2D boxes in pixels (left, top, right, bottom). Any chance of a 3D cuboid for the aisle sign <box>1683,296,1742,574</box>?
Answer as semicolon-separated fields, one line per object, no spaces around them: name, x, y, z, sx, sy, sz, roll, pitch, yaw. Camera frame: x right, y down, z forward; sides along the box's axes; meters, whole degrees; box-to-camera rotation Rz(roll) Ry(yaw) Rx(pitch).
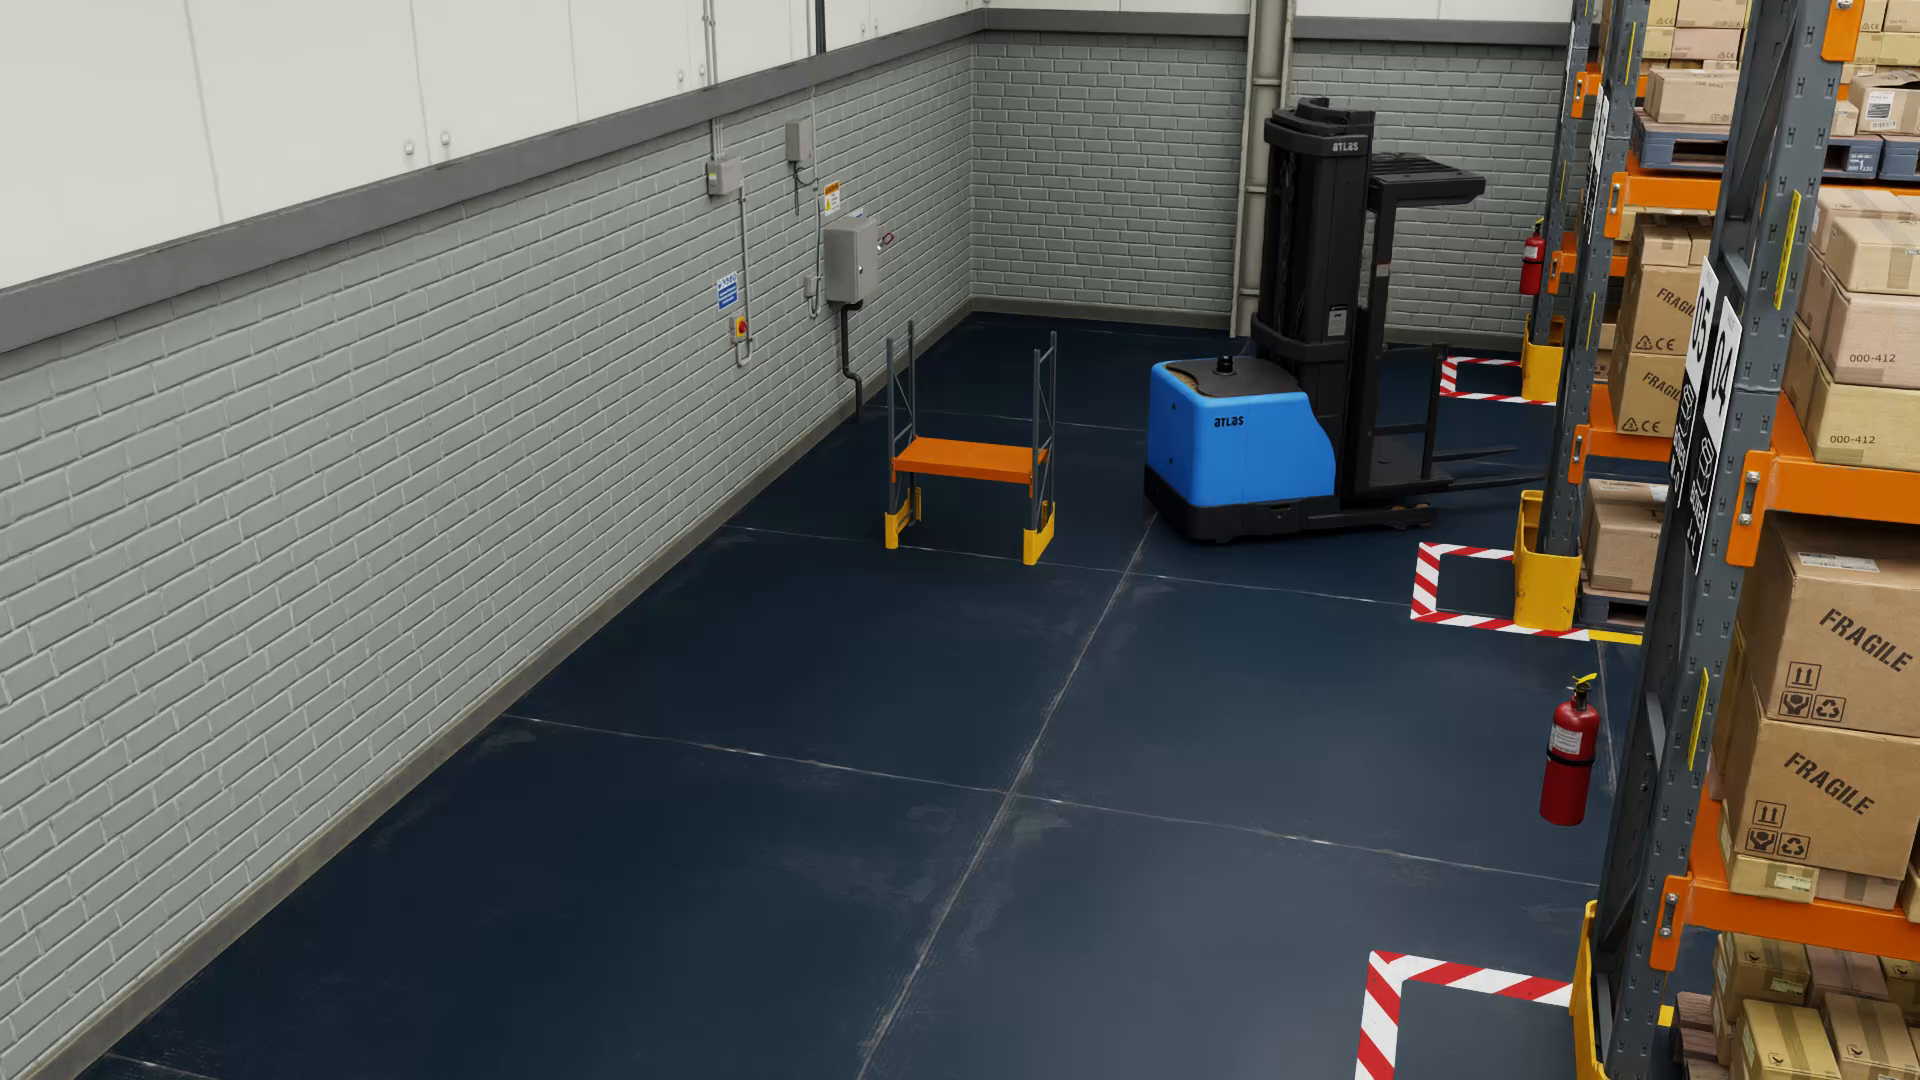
aisle sign;2.345;-0.329;5.193;0.004;0.787;0.394;7;23;16

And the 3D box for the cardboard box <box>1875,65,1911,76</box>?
cardboard box;7.453;-3.760;13.362;0.250;0.149;0.380;7;23;16

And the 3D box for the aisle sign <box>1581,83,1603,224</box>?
aisle sign;3.856;-2.360;10.145;0.004;0.787;0.394;7;23;16

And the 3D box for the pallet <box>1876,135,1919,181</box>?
pallet;5.720;-2.173;9.279;1.213;0.211;1.003;7;23;15

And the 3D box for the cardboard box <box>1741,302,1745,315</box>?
cardboard box;4.709;-1.335;9.623;0.500;0.500;0.500;6;23;14

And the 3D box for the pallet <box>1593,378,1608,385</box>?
pallet;6.101;-1.455;15.039;1.213;0.211;1.003;7;23;16

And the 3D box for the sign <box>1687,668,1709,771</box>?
sign;2.345;0.570;5.288;0.005;0.325;0.100;7;23;16

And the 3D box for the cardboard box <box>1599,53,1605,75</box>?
cardboard box;5.503;-3.992;13.929;0.250;0.149;0.380;7;23;17

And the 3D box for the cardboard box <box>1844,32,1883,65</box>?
cardboard box;7.092;-3.991;13.401;0.500;0.250;0.500;6;23;15

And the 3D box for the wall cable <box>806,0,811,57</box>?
wall cable;-1.472;-4.606;11.142;0.029;3.000;2.355;7;23;16

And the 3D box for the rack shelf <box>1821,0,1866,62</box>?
rack shelf;4.417;-1.449;4.397;4.000;0.370;1.077;7;23;16

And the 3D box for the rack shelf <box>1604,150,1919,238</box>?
rack shelf;5.750;-1.872;9.377;4.000;0.370;1.077;7;23;16

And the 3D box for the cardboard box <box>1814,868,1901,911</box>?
cardboard box;2.973;1.057;5.572;0.250;0.149;0.380;7;23;17

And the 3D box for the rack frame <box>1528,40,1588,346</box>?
rack frame;5.265;-2.840;14.742;0.127;3.000;1.000;7;23;16

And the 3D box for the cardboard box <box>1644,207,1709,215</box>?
cardboard box;6.104;-2.706;14.219;0.500;0.250;0.500;7;23;16

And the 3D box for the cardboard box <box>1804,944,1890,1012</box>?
cardboard box;3.306;1.637;6.246;0.250;0.149;0.380;7;23;17

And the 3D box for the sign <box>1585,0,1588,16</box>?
sign;5.109;-4.435;13.526;0.005;0.325;0.100;7;23;16

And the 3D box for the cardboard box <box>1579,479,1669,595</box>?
cardboard box;4.496;-0.009;10.663;0.875;0.438;0.875;6;23;14

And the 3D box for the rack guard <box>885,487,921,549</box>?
rack guard;-0.404;-0.162;11.835;0.087;0.250;0.587;7;23;16

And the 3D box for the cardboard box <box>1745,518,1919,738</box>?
cardboard box;2.855;0.272;5.312;0.500;0.500;0.500;6;23;15

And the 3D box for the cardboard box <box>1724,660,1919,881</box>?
cardboard box;2.852;0.739;5.493;0.500;0.500;0.500;8;24;18

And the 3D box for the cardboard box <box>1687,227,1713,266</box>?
cardboard box;4.366;-1.703;9.665;0.250;0.149;0.380;7;23;17

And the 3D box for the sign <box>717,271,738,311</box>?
sign;-1.643;-1.760;11.753;0.001;0.218;0.327;7;23;16

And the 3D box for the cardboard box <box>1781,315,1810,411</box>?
cardboard box;3.014;-0.592;5.505;0.500;0.250;0.500;6;23;14

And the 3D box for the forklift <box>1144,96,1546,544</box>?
forklift;2.948;-1.618;11.853;3.031;2.935;1.130;-6;23;-13

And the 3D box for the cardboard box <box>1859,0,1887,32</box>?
cardboard box;7.075;-4.223;13.307;0.500;0.250;0.500;7;23;17

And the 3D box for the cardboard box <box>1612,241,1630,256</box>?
cardboard box;5.757;-2.577;14.432;0.250;0.149;0.380;7;23;17

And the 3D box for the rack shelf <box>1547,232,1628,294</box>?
rack shelf;7.180;-2.288;14.344;4.000;0.370;1.077;7;23;16

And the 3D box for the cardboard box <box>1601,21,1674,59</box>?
cardboard box;5.611;-4.148;13.784;0.500;0.250;0.500;6;23;15

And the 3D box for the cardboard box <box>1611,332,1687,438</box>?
cardboard box;4.211;-0.926;9.943;0.500;0.500;0.500;6;23;15

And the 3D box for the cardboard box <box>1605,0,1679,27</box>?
cardboard box;5.617;-4.388;13.709;0.500;0.250;0.500;6;23;15

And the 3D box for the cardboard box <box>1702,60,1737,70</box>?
cardboard box;6.211;-3.874;13.641;0.250;0.149;0.380;7;23;17

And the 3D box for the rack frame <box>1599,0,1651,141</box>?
rack frame;3.835;-3.812;9.206;0.127;3.000;1.000;7;23;16

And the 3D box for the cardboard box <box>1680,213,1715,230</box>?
cardboard box;4.486;-1.860;10.047;0.250;0.149;0.380;7;23;16

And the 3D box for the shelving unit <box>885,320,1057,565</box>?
shelving unit;0.073;-0.686;11.465;1.083;1.500;0.587;7;23;16

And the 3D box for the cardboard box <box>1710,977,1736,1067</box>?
cardboard box;3.066;1.880;6.438;0.250;0.149;0.380;7;23;16

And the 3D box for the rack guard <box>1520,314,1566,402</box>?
rack guard;5.338;-1.675;15.196;0.348;0.500;1.175;7;23;16

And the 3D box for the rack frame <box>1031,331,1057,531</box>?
rack frame;0.568;-0.629;11.327;0.032;1.500;0.500;7;23;16

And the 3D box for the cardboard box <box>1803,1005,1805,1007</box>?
cardboard box;3.324;1.763;6.332;0.250;0.149;0.380;6;23;14

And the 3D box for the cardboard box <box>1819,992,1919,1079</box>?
cardboard box;3.204;1.790;5.873;0.250;0.149;0.380;7;23;16

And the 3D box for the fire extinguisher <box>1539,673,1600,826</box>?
fire extinguisher;2.394;0.786;6.494;0.183;0.674;0.296;7;23;16

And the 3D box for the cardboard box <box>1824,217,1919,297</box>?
cardboard box;2.746;-0.843;4.933;0.250;0.149;0.380;6;23;15
